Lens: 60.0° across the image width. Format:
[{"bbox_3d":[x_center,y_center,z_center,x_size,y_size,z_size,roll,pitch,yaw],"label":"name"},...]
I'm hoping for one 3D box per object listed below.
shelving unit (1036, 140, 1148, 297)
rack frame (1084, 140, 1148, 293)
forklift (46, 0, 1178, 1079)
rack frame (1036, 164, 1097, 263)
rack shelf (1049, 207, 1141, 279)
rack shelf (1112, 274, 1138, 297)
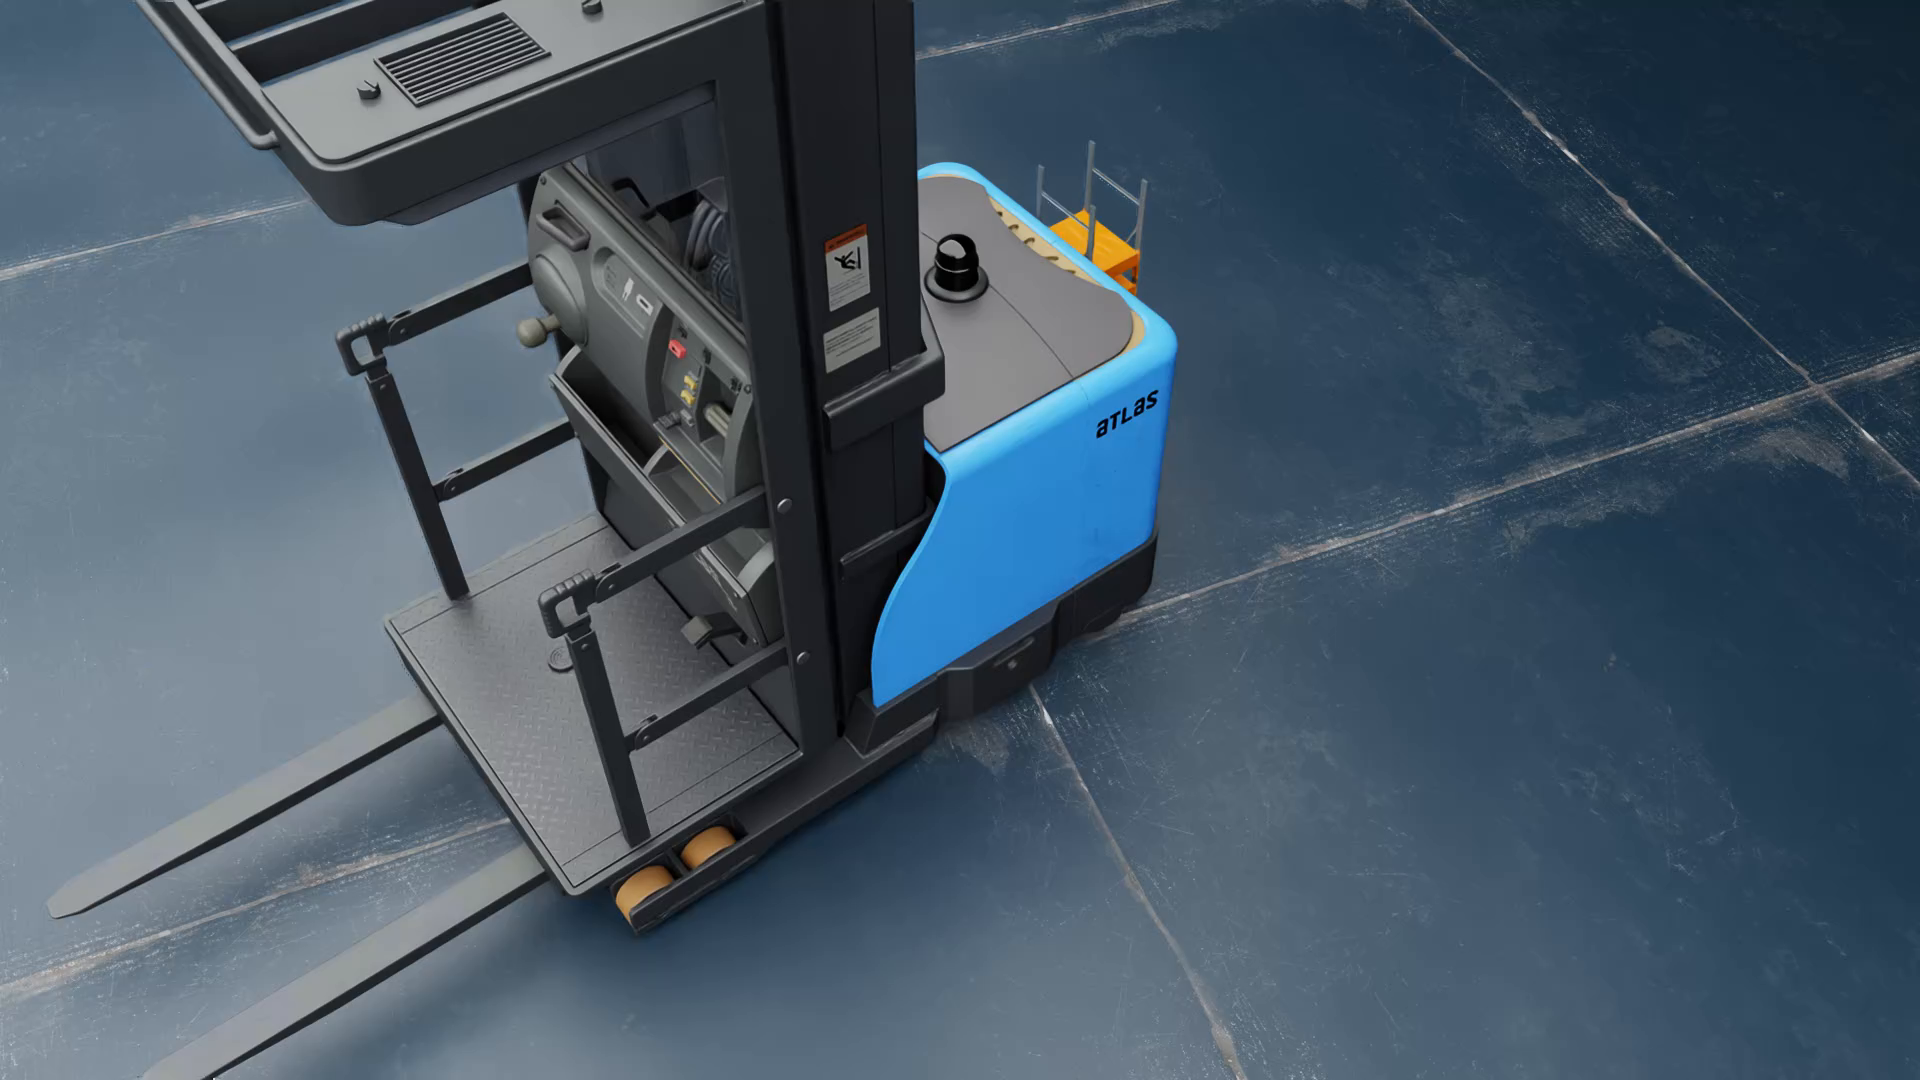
[{"bbox_3d":[0.361,-0.606,4.980,0.189,1.200,0.258,-30,56,-23],"label":"shelving unit"},{"bbox_3d":[0.434,-0.648,5.016,0.006,1.200,0.240,-30,56,-23],"label":"rack frame"},{"bbox_3d":[-0.894,-0.399,3.661,3.031,2.935,1.130,-30,56,-23],"label":"forklift"},{"bbox_3d":[0.289,-0.564,4.943,0.006,1.200,0.240,-30,56,-23],"label":"rack frame"},{"bbox_3d":[0.361,-0.812,4.740,0.180,0.103,0.258,-30,56,-23],"label":"rack shelf"},{"bbox_3d":[0.361,-0.734,4.831,0.180,0.103,0.258,-30,56,-23],"label":"rack shelf"}]
